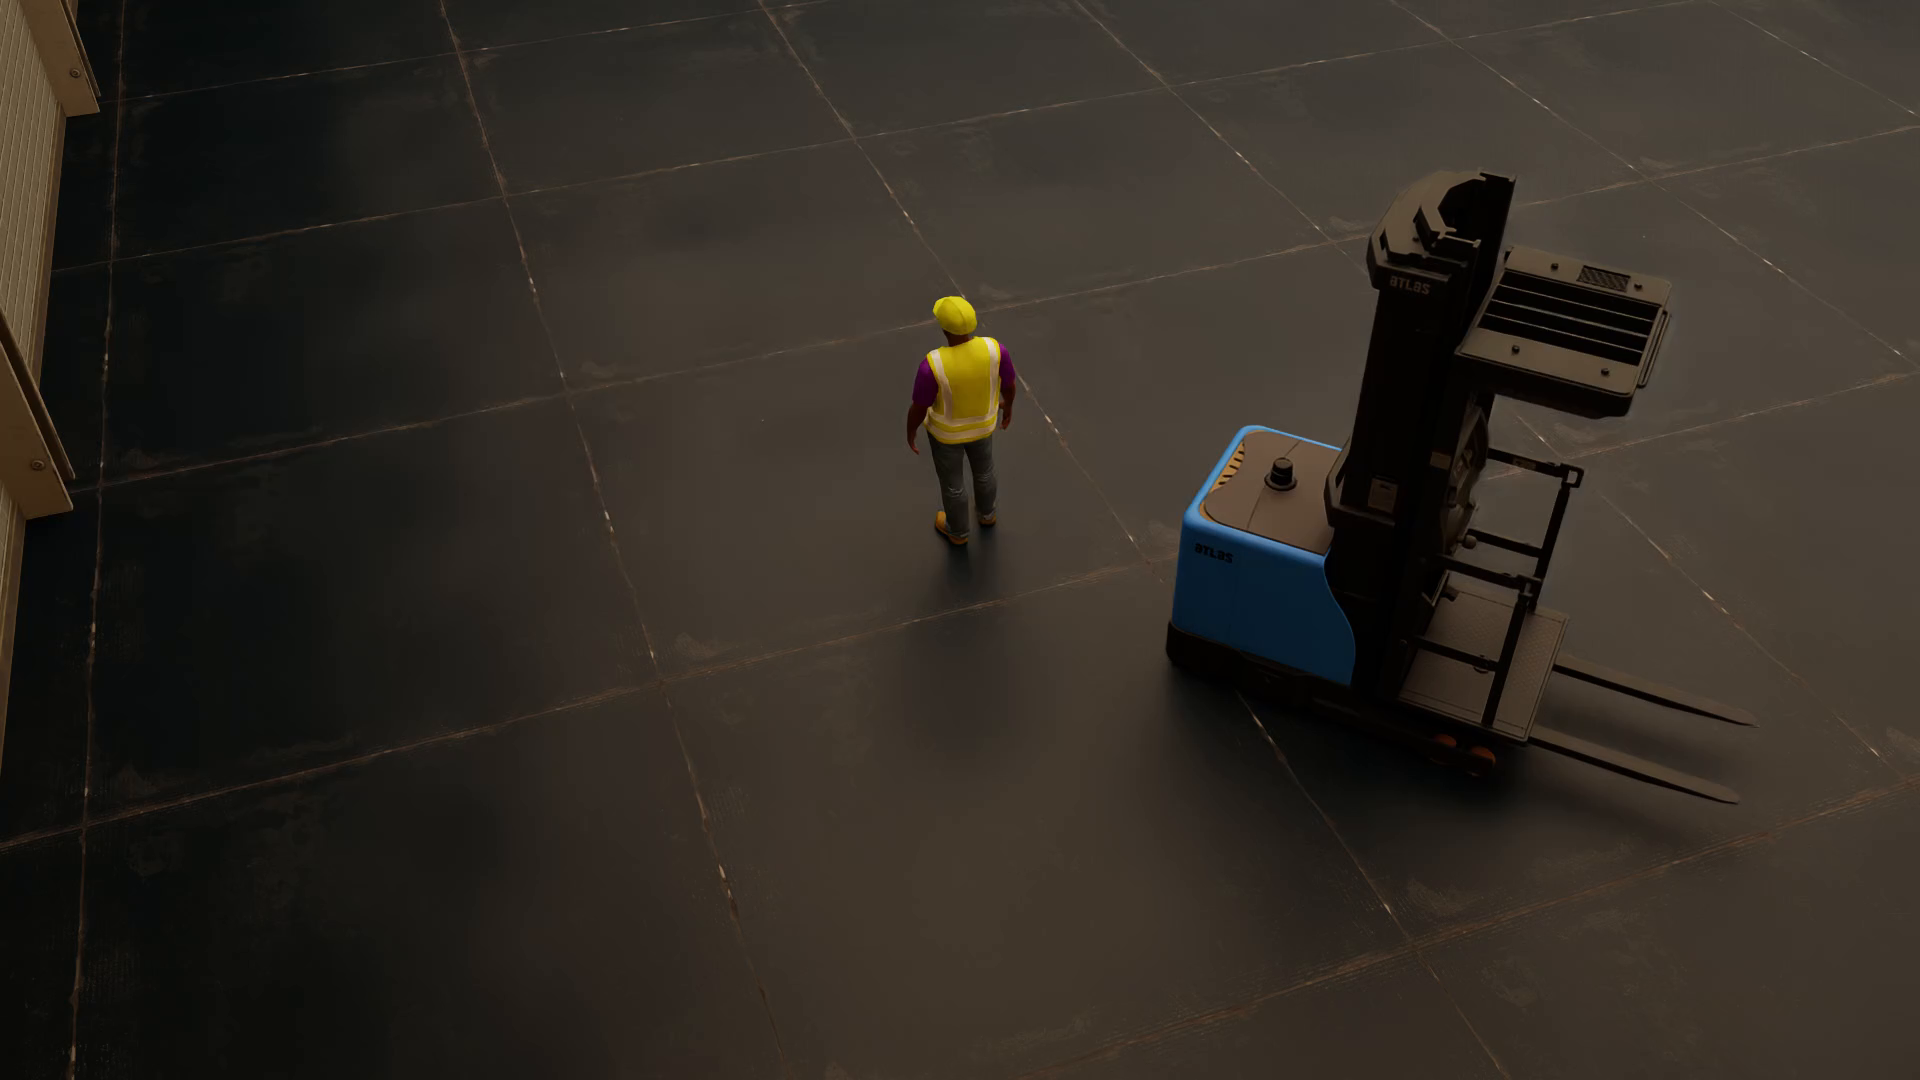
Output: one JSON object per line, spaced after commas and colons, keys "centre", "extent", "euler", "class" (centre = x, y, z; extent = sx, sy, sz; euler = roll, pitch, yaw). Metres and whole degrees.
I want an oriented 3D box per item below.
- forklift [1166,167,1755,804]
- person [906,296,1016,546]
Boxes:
{"centre": [2.714, -0.263, 8.310], "extent": [3.031, 2.935, 1.130], "euler": [18, 43, 21], "class": "forklift"}
{"centre": [-0.019, -0.726, 9.755], "extent": [0.665, 1.768, 0.575], "euler": [-13, 42, -15], "class": "person"}
